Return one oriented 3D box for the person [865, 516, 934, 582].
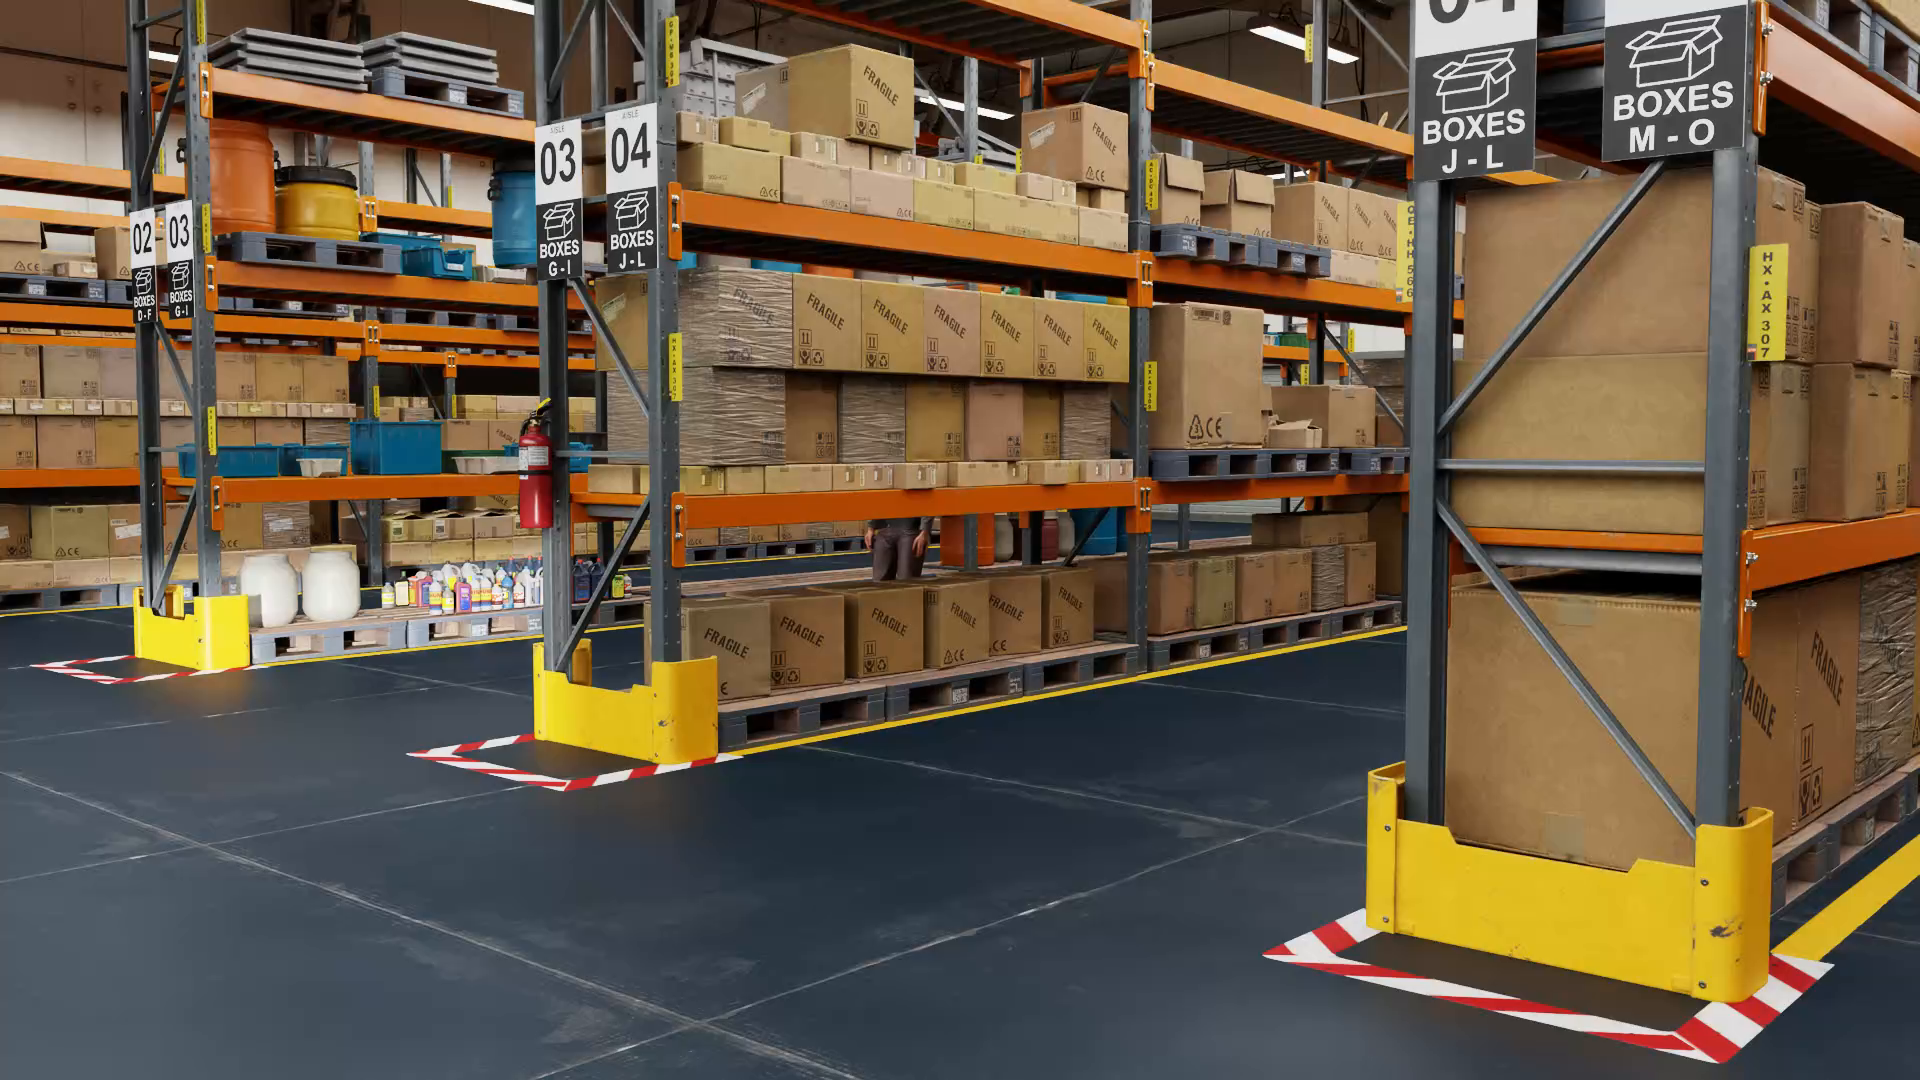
[{"bbox_3d":[-0.433,-0.025,12.315,0.593,1.722,0.416,3,4,38],"label":"person"}]
